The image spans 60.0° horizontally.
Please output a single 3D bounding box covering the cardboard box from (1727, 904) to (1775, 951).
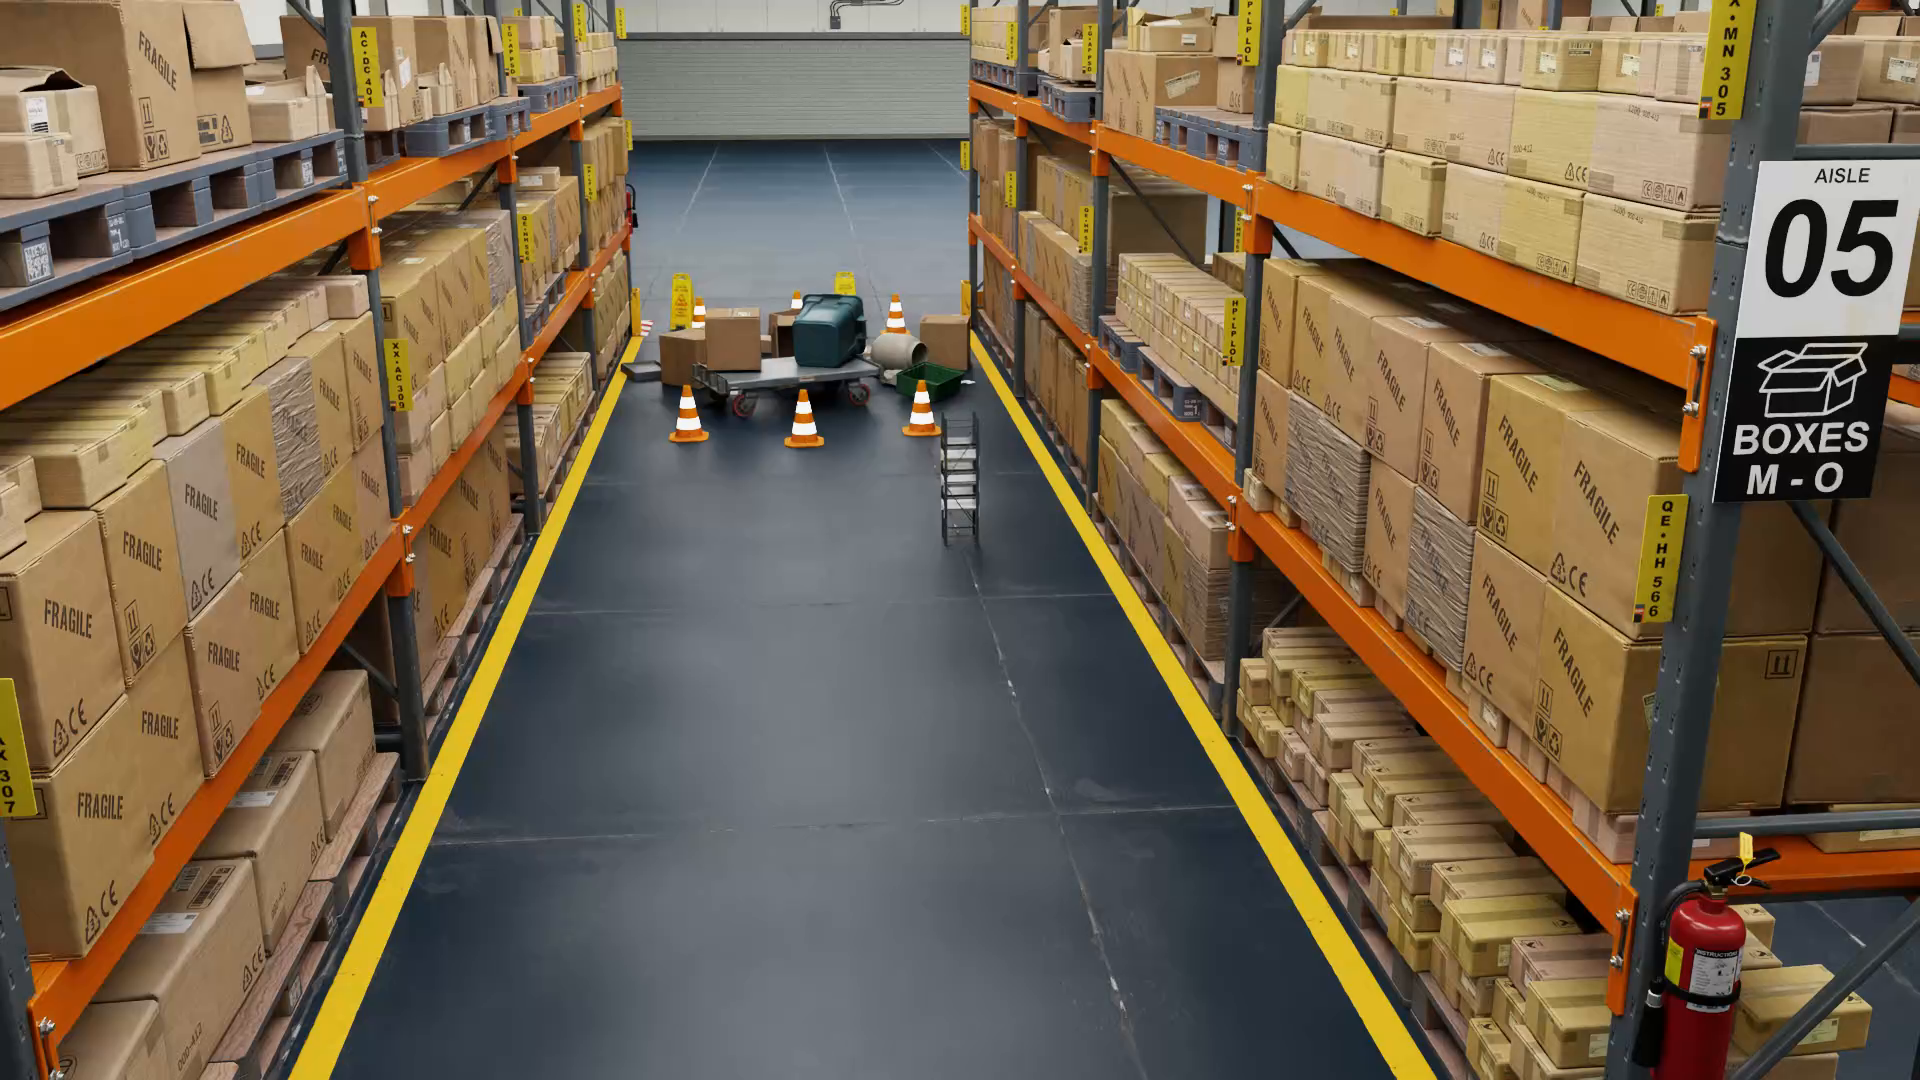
[{"bbox_3d":[2.500,1.292,5.620,0.380,0.149,0.250,-2,18,-6],"label":"cardboard box"}]

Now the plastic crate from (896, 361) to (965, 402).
[{"bbox_3d":[-0.296,-1.533,16.150,0.450,0.188,0.662,18,23,19],"label":"plastic crate"}]

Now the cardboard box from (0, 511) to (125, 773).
[{"bbox_3d":[-2.417,0.246,4.049,0.500,0.500,0.500,-2,18,-7],"label":"cardboard box"}]

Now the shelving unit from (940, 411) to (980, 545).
[{"bbox_3d":[0.001,-0.427,11.535,0.258,0.900,0.210,-2,18,-6],"label":"shelving unit"}]

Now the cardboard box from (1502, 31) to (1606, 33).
[{"bbox_3d":[2.270,-1.845,6.289,0.380,0.149,0.250,-2,18,-8],"label":"cardboard box"}]

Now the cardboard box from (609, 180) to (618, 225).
[{"bbox_3d":[-3.876,-3.582,17.416,0.500,0.500,0.500,-2,18,-6],"label":"cardboard box"}]

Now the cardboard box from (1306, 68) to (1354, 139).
[{"bbox_3d":[1.708,-1.751,6.654,0.500,0.250,0.500,-2,18,-6],"label":"cardboard box"}]

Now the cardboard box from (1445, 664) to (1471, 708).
[{"bbox_3d":[1.871,0.467,5.602,0.380,0.149,0.250,-3,18,-8],"label":"cardboard box"}]

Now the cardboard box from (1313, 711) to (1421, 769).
[{"bbox_3d":[1.718,0.846,7.040,0.380,0.149,0.250,-1,17,-4],"label":"cardboard box"}]

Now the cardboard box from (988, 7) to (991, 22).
[{"bbox_3d":[0.487,-5.403,17.091,0.380,0.149,0.250,-2,17,-5],"label":"cardboard box"}]

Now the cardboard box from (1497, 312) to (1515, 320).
[{"bbox_3d":[2.265,-0.680,6.503,0.500,0.500,0.500,-1,17,-4],"label":"cardboard box"}]

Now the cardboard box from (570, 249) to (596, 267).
[{"bbox_3d":[-3.602,-2.636,15.486,0.380,0.149,0.250,-2,18,-6],"label":"cardboard box"}]

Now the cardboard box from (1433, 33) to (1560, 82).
[{"bbox_3d":[1.799,-1.598,5.501,0.380,0.149,0.250,-2,18,-7],"label":"cardboard box"}]

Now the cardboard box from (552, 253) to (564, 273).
[{"bbox_3d":[-3.470,-2.284,13.662,0.380,0.149,0.250,-2,18,-6],"label":"cardboard box"}]

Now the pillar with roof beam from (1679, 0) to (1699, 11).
[{"bbox_3d":[14.512,-14.307,42.226,9.100,9.000,0.400,-2,18,-6],"label":"pillar with roof beam"}]

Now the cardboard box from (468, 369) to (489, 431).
[{"bbox_3d":[-2.980,-0.793,9.446,0.500,0.250,0.500,-2,18,-7],"label":"cardboard box"}]

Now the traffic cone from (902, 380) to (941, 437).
[{"bbox_3d":[-0.339,-1.179,14.660,0.336,0.463,0.334,-2,18,-6],"label":"traffic cone"}]

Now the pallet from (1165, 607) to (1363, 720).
[{"bbox_3d":[1.768,0.646,9.266,1.003,0.211,1.213,-2,18,-6],"label":"pallet"}]

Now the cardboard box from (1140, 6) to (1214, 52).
[{"bbox_3d":[1.324,-3.130,10.188,0.396,0.266,0.258,-2,18,-6],"label":"cardboard box"}]

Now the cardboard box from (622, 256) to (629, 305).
[{"bbox_3d":[-3.959,-2.860,18.416,0.500,0.500,0.500,-2,18,-5],"label":"cardboard box"}]

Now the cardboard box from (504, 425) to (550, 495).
[{"bbox_3d":[-3.524,-0.576,12.190,0.950,0.372,0.625,-3,18,-9],"label":"cardboard box"}]

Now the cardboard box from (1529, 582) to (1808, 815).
[{"bbox_3d":[1.960,0.424,4.655,0.500,0.500,0.500,-1,17,-5],"label":"cardboard box"}]

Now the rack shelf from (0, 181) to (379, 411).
[{"bbox_3d":[-2.857,-0.761,5.287,1.077,0.370,4.000,-2,18,-6],"label":"rack shelf"}]

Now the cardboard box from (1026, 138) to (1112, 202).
[{"bbox_3d":[1.021,-3.533,15.871,0.875,0.550,0.550,-2,18,-6],"label":"cardboard box"}]

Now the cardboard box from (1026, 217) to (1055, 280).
[{"bbox_3d":[0.864,-2.568,14.682,0.500,0.500,0.500,-2,18,-5],"label":"cardboard box"}]

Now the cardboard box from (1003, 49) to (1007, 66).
[{"bbox_3d":[0.615,-4.646,16.010,0.380,0.149,0.250,-2,17,-5],"label":"cardboard box"}]

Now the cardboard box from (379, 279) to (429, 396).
[{"bbox_3d":[-2.823,-0.934,7.807,0.500,0.500,0.500,-2,17,-5],"label":"cardboard box"}]

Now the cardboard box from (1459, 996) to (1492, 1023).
[{"bbox_3d":[1.932,1.594,5.650,0.380,0.149,0.250,-2,18,-6],"label":"cardboard box"}]

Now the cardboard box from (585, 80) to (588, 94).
[{"bbox_3d":[-3.786,-4.370,16.001,0.380,0.149,0.250,-2,18,-7],"label":"cardboard box"}]

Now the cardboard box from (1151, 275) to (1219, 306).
[{"bbox_3d":[1.400,-1.552,10.337,0.380,0.149,0.250,-1,17,-3],"label":"cardboard box"}]

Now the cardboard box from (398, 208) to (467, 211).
[{"bbox_3d":[-3.864,-2.131,12.093,0.500,0.500,0.500,-2,18,-7],"label":"cardboard box"}]

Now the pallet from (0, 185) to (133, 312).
[{"bbox_3d":[-2.738,-0.687,3.997,1.003,0.211,1.213,-2,18,-6],"label":"pallet"}]

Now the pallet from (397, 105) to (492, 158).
[{"bbox_3d":[-3.238,-2.279,9.234,1.003,0.211,1.213,-1,17,-3],"label":"pallet"}]

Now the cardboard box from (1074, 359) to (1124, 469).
[{"bbox_3d":[1.464,-0.955,12.766,1.050,0.750,0.750,-2,18,-6],"label":"cardboard box"}]

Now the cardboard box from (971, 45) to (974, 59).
[{"bbox_3d":[0.329,-5.475,18.651,0.380,0.149,0.250,-2,18,-5],"label":"cardboard box"}]

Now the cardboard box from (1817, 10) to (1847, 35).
[{"bbox_3d":[6.083,-3.619,12.187,0.500,0.500,0.500,-1,17,-4],"label":"cardboard box"}]

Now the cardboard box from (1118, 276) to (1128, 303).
[{"bbox_3d":[1.287,-1.716,11.357,0.380,0.149,0.250,-1,17,-3],"label":"cardboard box"}]

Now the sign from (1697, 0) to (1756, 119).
[{"bbox_3d":[1.708,-1.103,3.696,0.100,0.325,0.005,-2,18,-6],"label":"sign"}]

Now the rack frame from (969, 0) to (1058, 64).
[{"bbox_3d":[0.612,-6.890,18.599,1.000,3.000,0.127,-2,18,-6],"label":"rack frame"}]

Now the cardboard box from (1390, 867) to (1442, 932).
[{"bbox_3d":[1.803,1.300,6.089,0.380,0.149,0.250,-2,17,-5],"label":"cardboard box"}]

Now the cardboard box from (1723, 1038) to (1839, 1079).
[{"bbox_3d":[2.464,1.594,5.155,0.380,0.149,0.250,-1,17,-3],"label":"cardboard box"}]

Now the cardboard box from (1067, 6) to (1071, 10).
[{"bbox_3d":[1.246,-5.121,16.194,0.380,0.149,0.250,-2,18,-7],"label":"cardboard box"}]

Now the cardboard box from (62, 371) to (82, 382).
[{"bbox_3d":[-3.151,-0.547,5.492,0.380,0.149,0.250,-2,18,-5],"label":"cardboard box"}]

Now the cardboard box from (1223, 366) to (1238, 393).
[{"bbox_3d":[1.584,-0.865,8.648,0.380,0.149,0.250,-2,18,-5],"label":"cardboard box"}]

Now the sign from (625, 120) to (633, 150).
[{"bbox_3d":[-3.747,-4.559,18.729,0.100,0.325,0.005,-2,18,-6],"label":"sign"}]

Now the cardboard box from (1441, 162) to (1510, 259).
[{"bbox_3d":[1.855,-1.047,5.248,0.500,0.250,0.500,-1,17,-3],"label":"cardboard box"}]

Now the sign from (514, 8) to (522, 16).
[{"bbox_3d":[-4.841,-5.676,18.280,0.100,0.325,0.005,-2,18,-6],"label":"sign"}]

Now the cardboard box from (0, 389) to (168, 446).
[{"bbox_3d":[-2.547,-0.337,4.824,0.380,0.149,0.250,-2,18,-5],"label":"cardboard box"}]

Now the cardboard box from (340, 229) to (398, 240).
[{"bbox_3d":[-3.569,-1.529,9.703,0.500,0.500,0.500,-1,17,-4],"label":"cardboard box"}]

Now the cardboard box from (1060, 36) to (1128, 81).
[{"bbox_3d":[1.031,-3.583,12.354,0.500,0.311,0.500,-2,18,-6],"label":"cardboard box"}]

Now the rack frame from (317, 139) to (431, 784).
[{"bbox_3d":[-3.063,-0.269,7.526,1.000,3.000,0.127,-2,18,-6],"label":"rack frame"}]

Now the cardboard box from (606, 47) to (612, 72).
[{"bbox_3d":[-3.943,-5.051,17.505,0.500,0.250,0.500,-2,18,-6],"label":"cardboard box"}]

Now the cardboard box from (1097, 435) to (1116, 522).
[{"bbox_3d":[1.257,-0.433,11.520,0.500,0.500,0.500,-3,18,-8],"label":"cardboard box"}]

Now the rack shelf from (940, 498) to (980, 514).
[{"bbox_3d":[0.001,-0.223,11.598,0.258,0.077,0.200,-2,18,-6],"label":"rack shelf"}]

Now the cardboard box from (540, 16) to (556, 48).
[{"bbox_3d":[-3.702,-4.282,14.016,0.500,0.250,0.500,-1,17,-4],"label":"cardboard box"}]

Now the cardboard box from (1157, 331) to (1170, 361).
[{"bbox_3d":[1.421,-1.190,10.177,0.380,0.149,0.250,-2,17,-5],"label":"cardboard box"}]

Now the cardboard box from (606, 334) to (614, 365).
[{"bbox_3d":[-3.747,-1.884,16.559,0.500,0.250,0.500,-1,17,-3],"label":"cardboard box"}]

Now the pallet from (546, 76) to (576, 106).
[{"bbox_3d":[-3.931,-3.807,14.101,1.213,0.211,1.003,-2,18,-6],"label":"pallet"}]
